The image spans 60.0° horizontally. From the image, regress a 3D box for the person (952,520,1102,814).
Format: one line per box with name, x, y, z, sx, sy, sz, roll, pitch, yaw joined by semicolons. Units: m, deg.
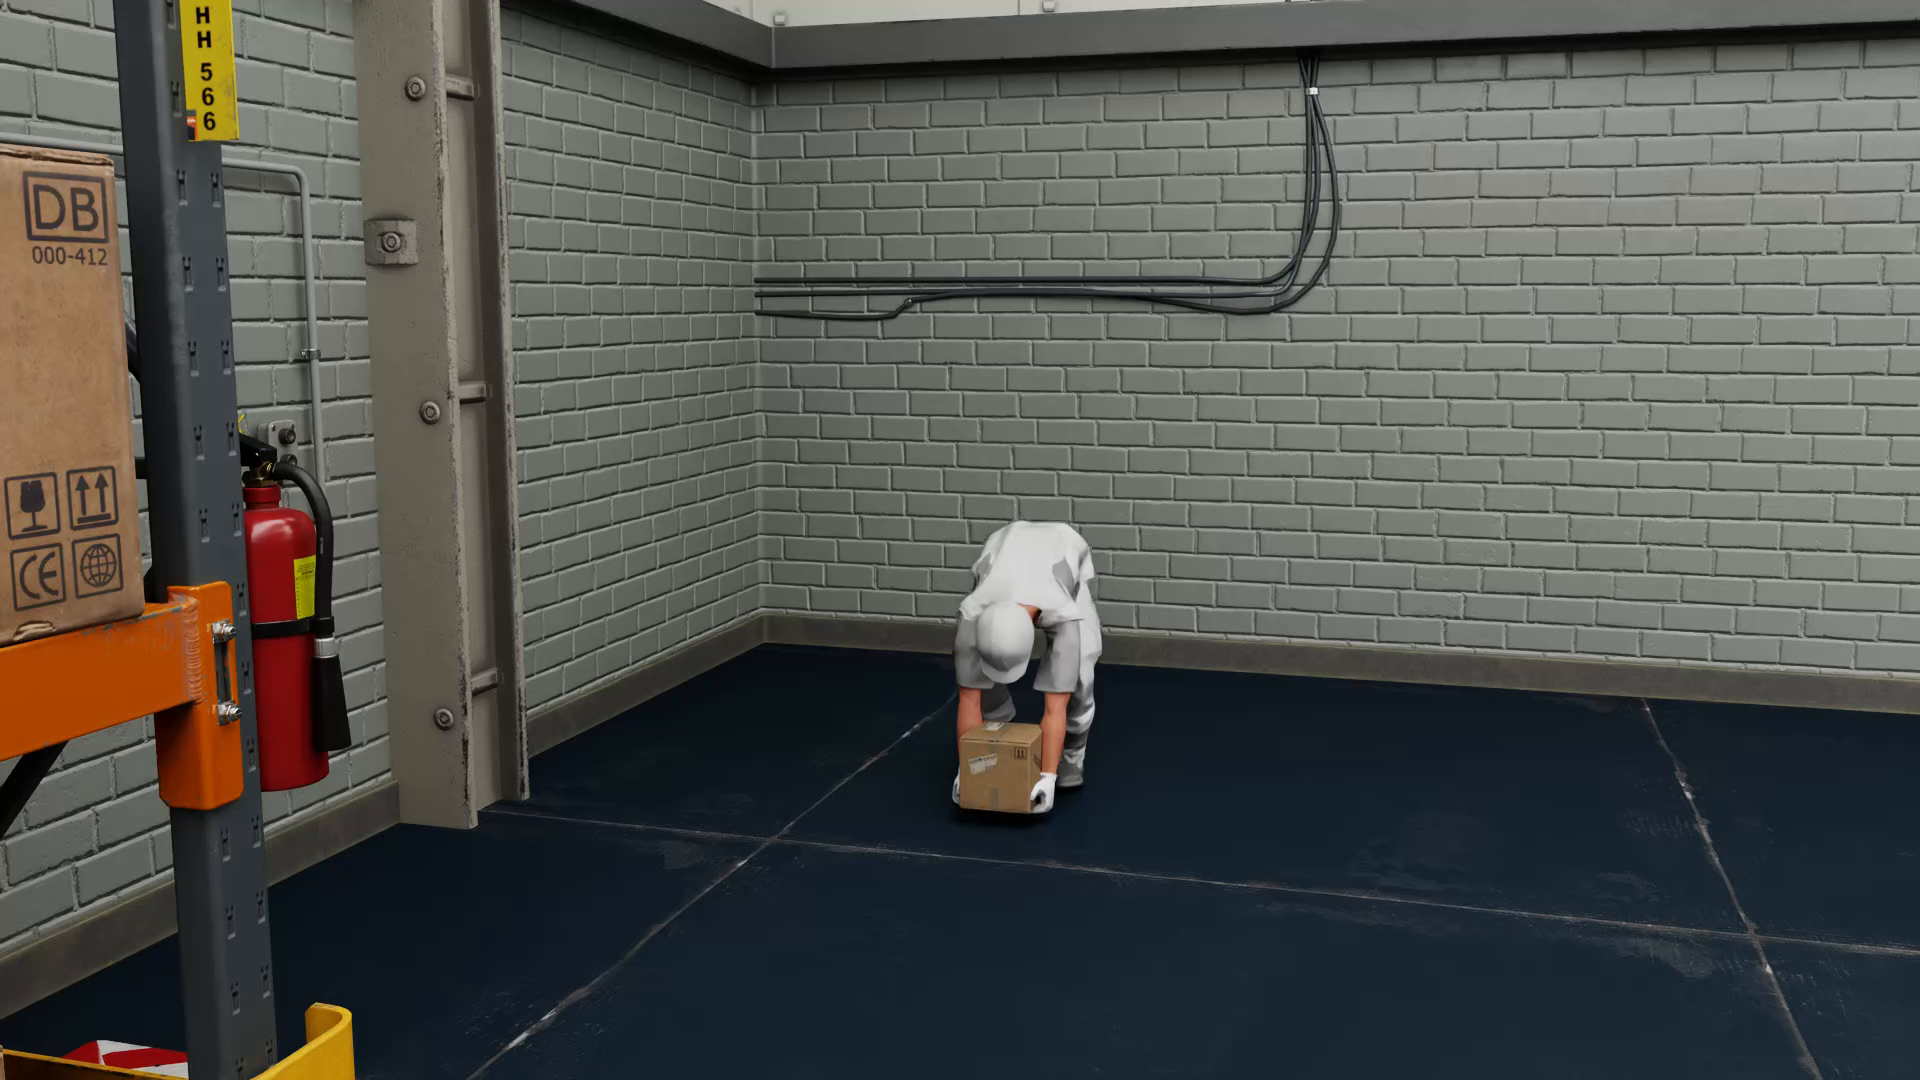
person;0.236;0.445;6.010;0.533;0.970;0.948;2;8;13
